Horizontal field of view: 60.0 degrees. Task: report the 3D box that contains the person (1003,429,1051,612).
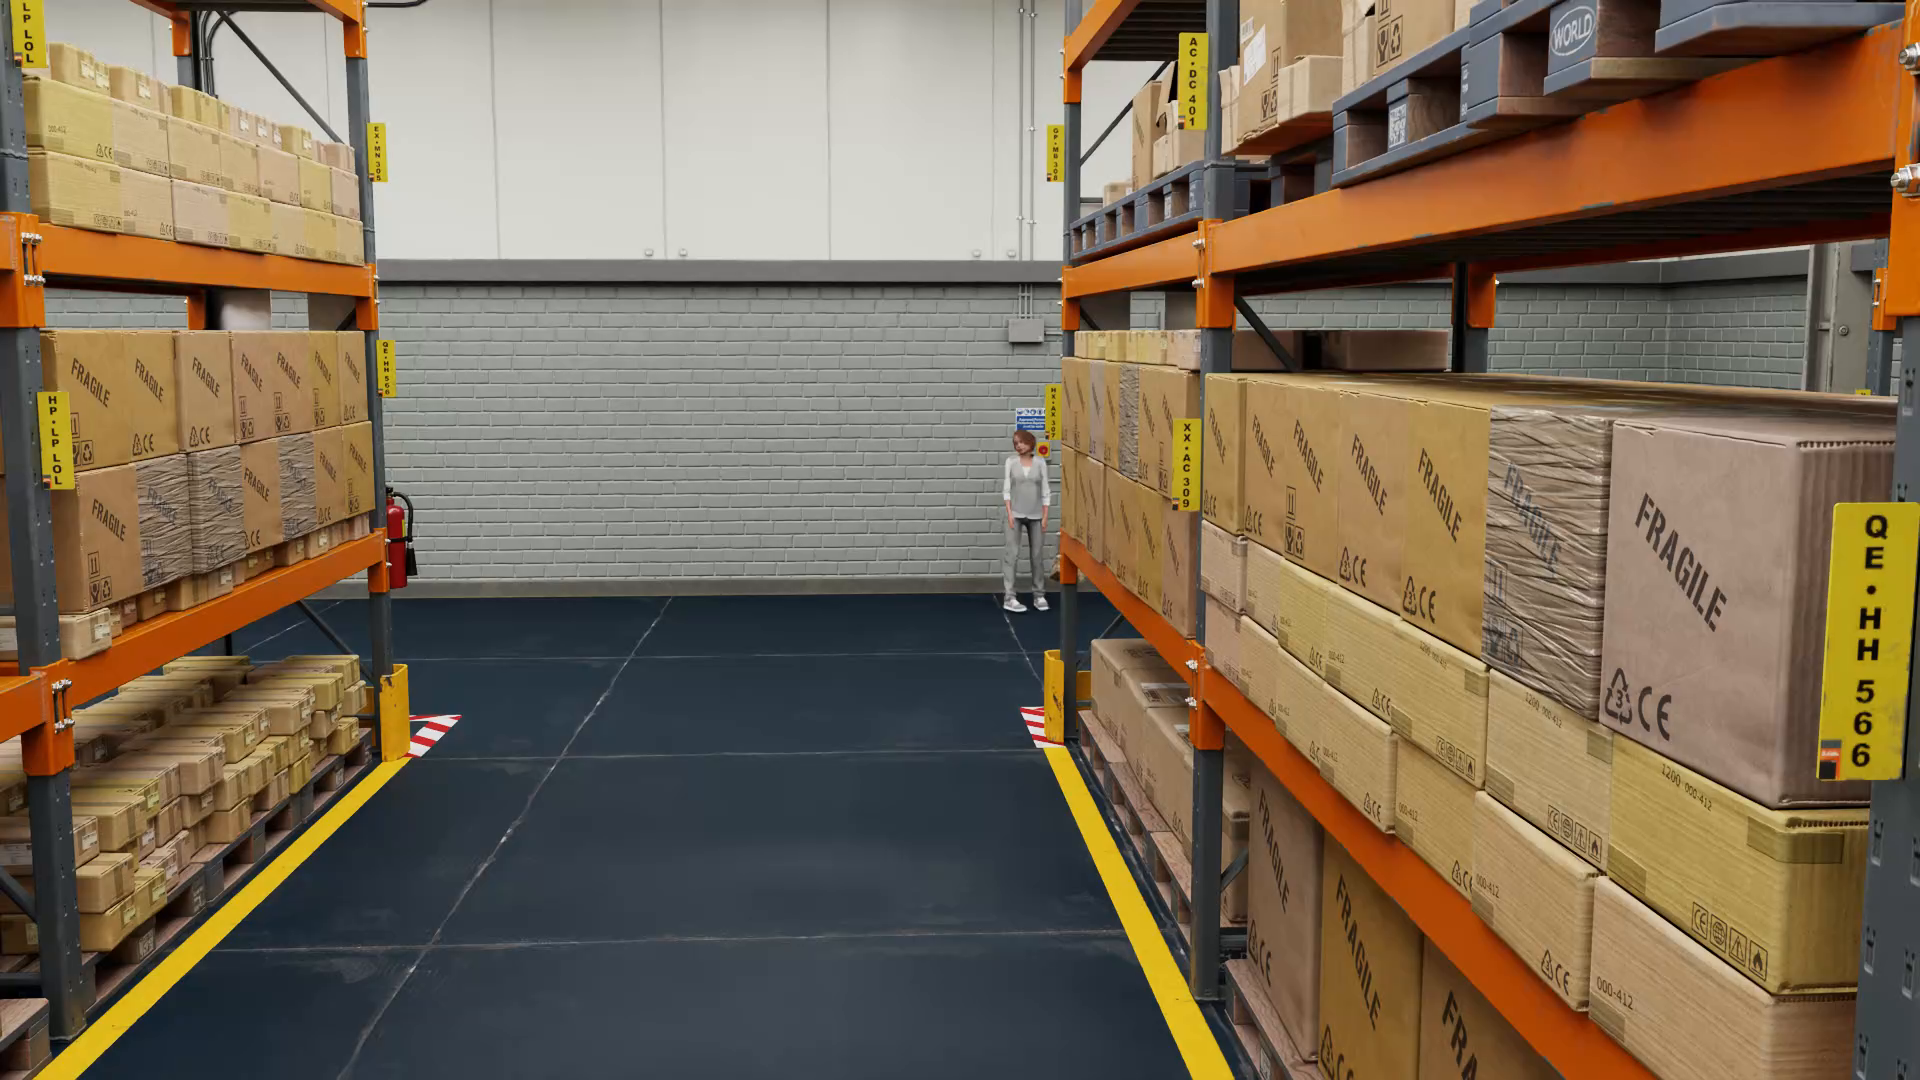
[{"bbox_3d":[0.592,-0.169,14.609,0.427,1.591,0.435,0,7,-2],"label":"person"}]
